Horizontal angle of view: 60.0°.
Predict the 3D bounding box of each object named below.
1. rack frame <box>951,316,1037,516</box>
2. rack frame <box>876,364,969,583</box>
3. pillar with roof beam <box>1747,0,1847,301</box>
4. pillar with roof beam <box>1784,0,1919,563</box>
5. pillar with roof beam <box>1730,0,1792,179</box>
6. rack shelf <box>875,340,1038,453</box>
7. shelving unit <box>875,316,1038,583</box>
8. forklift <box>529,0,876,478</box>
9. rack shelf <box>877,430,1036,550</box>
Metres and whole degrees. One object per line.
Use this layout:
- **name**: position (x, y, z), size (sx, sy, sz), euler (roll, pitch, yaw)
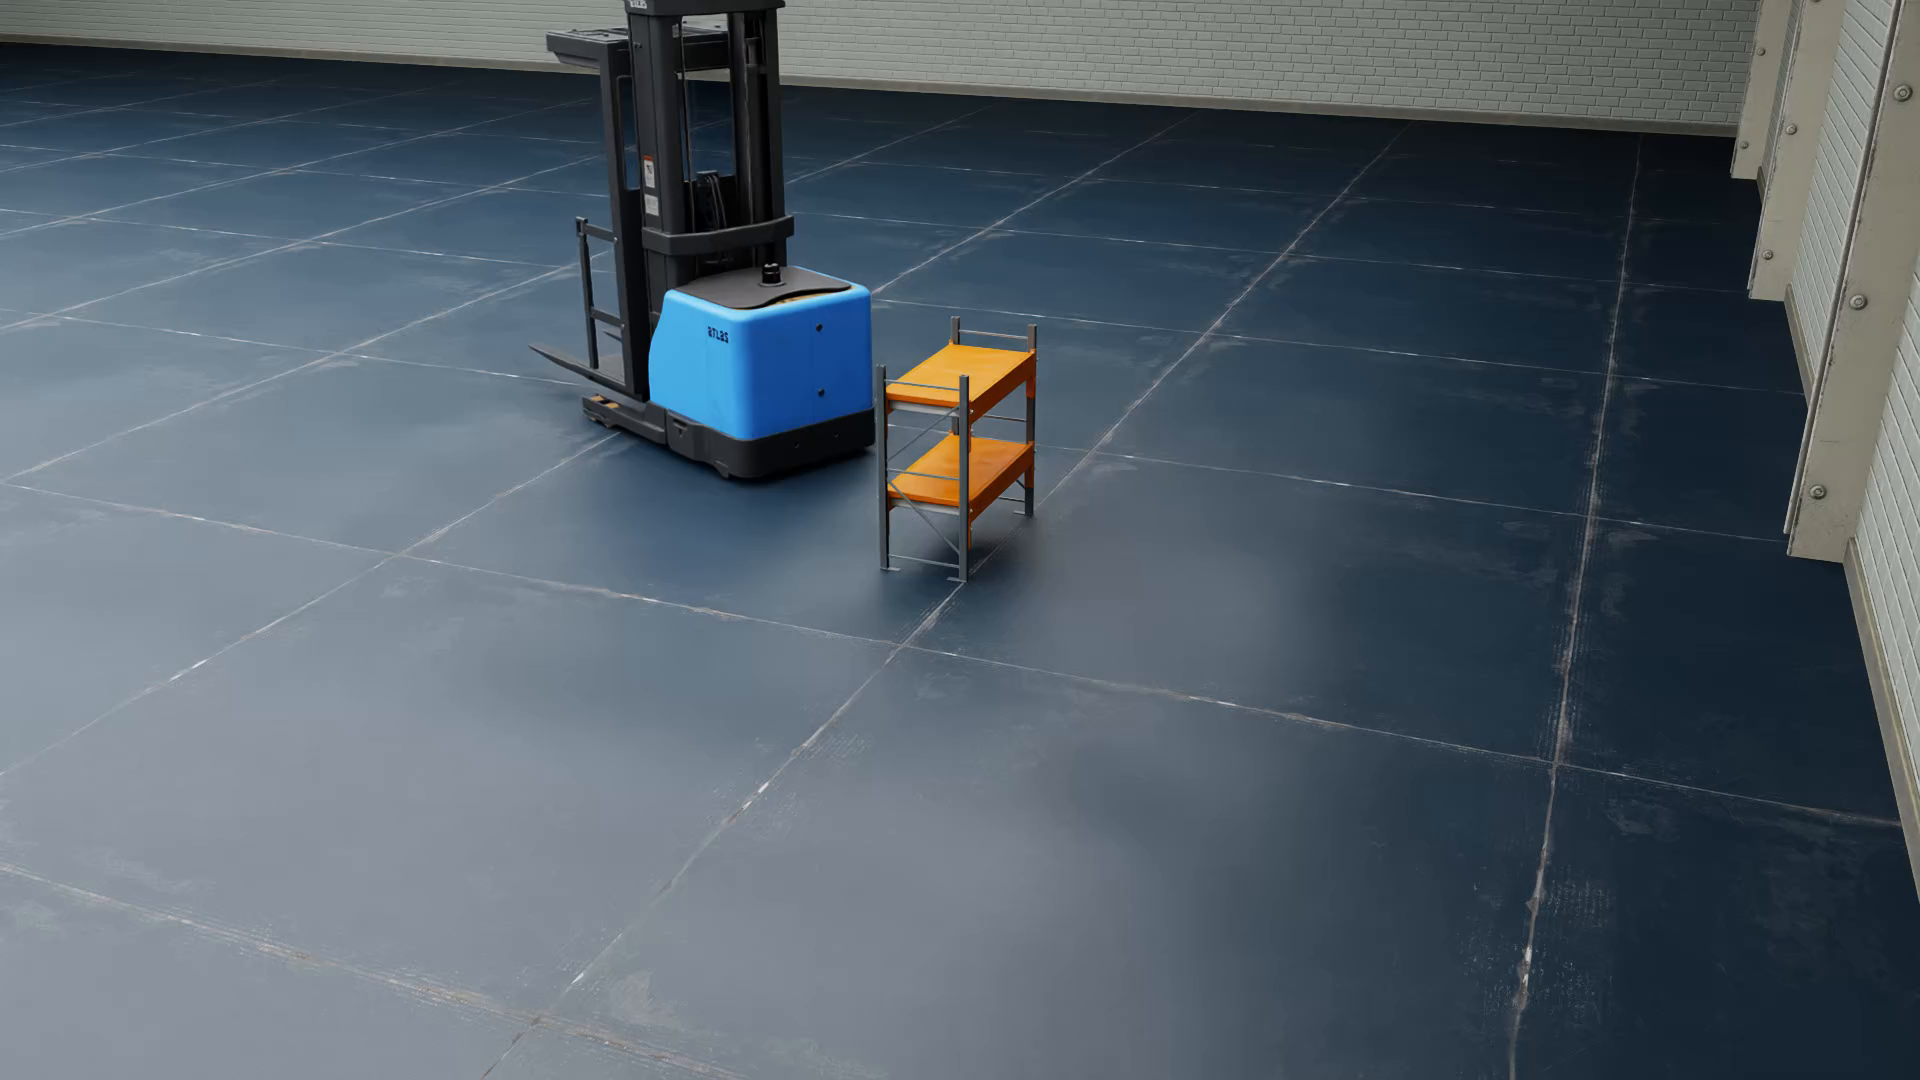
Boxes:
- **rack frame**: position (0.186, -0.699, 9.463), size (0.500, 1.125, 0.032), euler (9, 24, 20)
- **rack frame**: position (-0.191, -0.335, 8.592), size (0.500, 1.125, 0.032), euler (9, 24, 20)
- **pillar with roof beam**: position (2.952, -6.880, 14.046), size (9.100, 9.000, 0.400), euler (9, 24, 20)
- **pillar with roof beam**: position (0.723, -4.733, 8.906), size (9.100, 9.000, 0.400), euler (9, 24, 20)
- **pillar with roof beam**: position (5.180, -9.027, 19.187), size (9.100, 9.000, 0.400), euler (9, 24, 20)
- **rack shelf**: position (-0.003, -0.787, 8.915), size (0.538, 0.278, 1.000), euler (9, 24, 20)
- **shelving unit**: position (-0.003, -0.517, 9.027), size (0.538, 1.125, 1.048), euler (9, 24, 20)
- **forklift**: position (-1.881, -2.210, 10.738), size (1.130, 2.935, 3.031), euler (-19, 29, -38)
- **rack shelf**: position (-0.003, -0.291, 9.122), size (0.538, 0.278, 1.000), euler (9, 24, 20)
